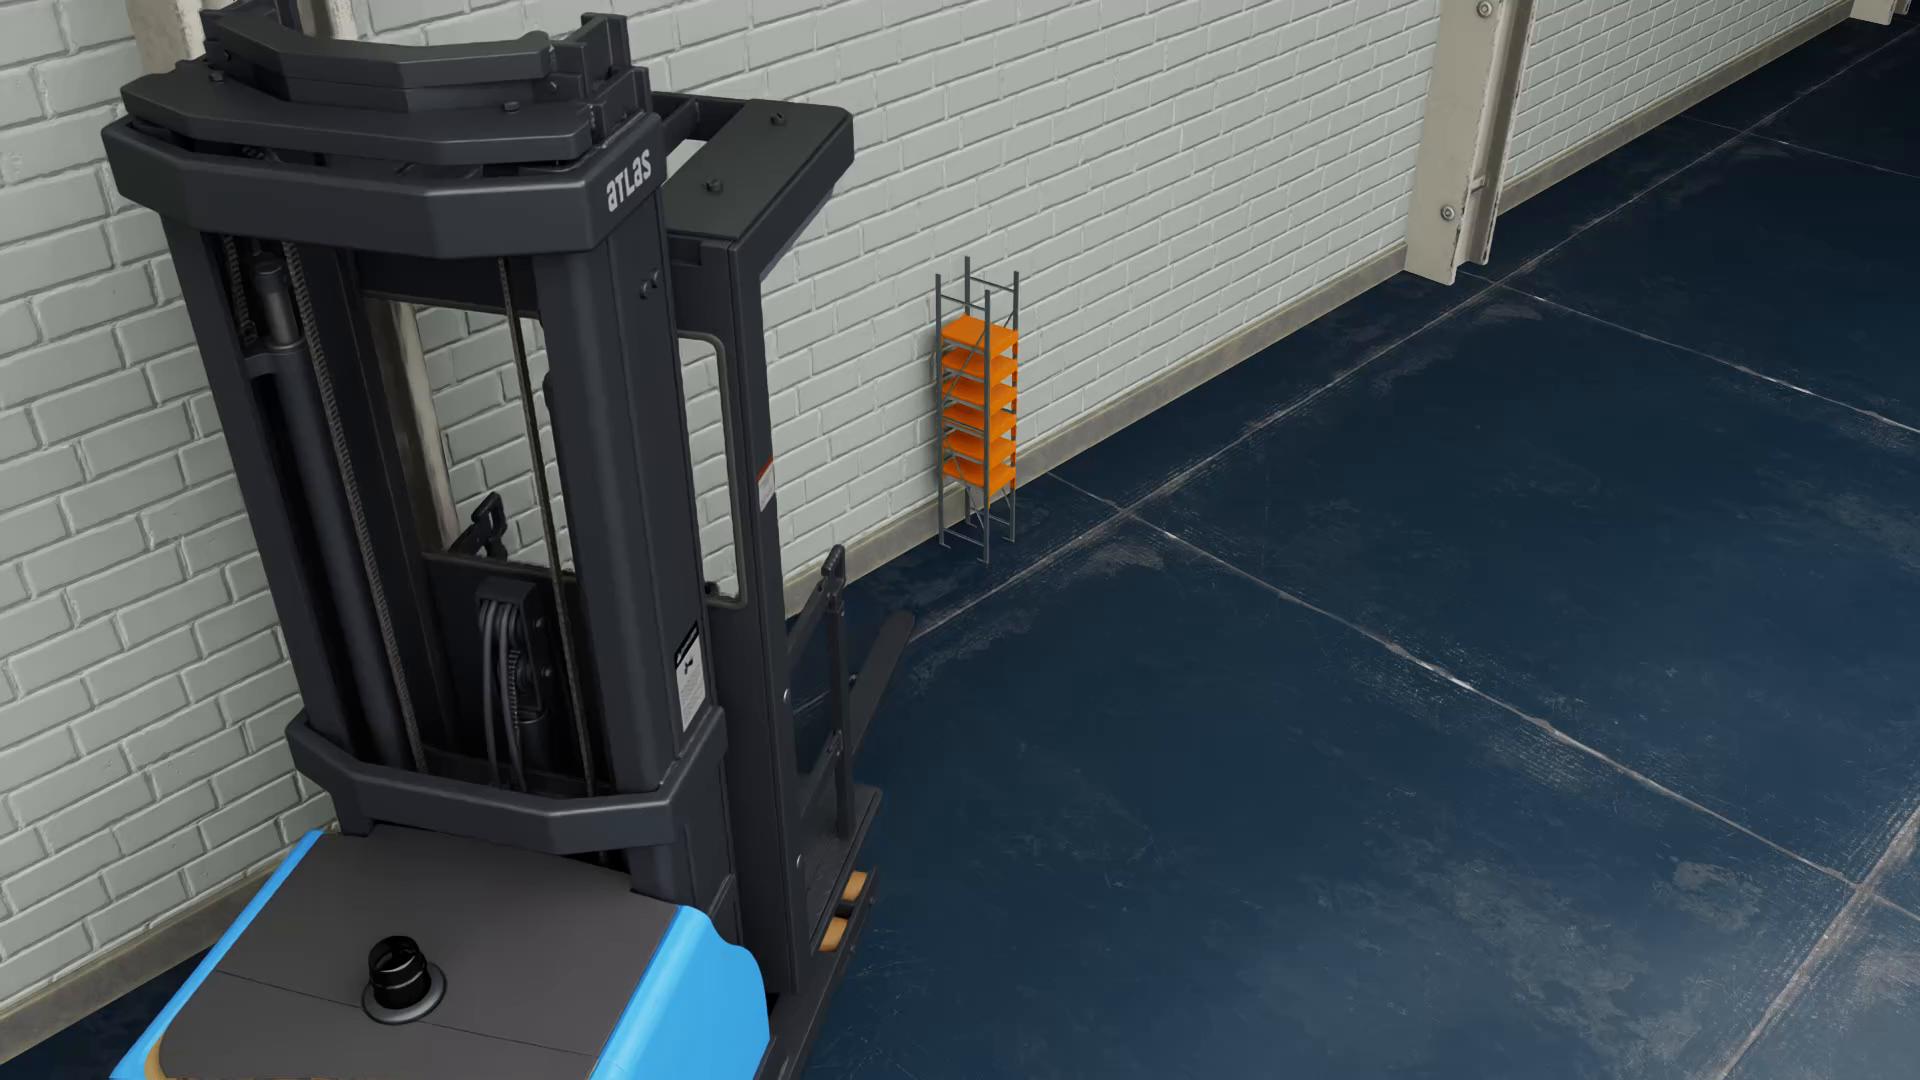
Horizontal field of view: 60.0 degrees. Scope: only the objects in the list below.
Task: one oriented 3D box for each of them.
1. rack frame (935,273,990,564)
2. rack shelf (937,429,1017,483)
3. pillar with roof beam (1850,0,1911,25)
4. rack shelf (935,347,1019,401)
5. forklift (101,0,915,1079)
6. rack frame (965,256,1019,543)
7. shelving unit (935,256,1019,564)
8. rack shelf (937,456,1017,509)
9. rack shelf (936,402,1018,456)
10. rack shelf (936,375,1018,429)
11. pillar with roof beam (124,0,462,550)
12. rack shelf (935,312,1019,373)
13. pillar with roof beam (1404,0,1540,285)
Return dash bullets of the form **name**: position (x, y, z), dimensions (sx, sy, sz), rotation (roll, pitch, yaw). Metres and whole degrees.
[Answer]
- **rack frame**: position (0.012, -0.436, 6.326), dimensions (0.240, 1.200, 0.006), rotation (22, 41, 29)
- **rack shelf**: position (0.066, -0.344, 6.481), dimensions (0.258, 0.103, 0.180), rotation (22, 41, 29)
- **pillar with roof beam**: position (9.855, -5.857, 7.281), dimensions (9.100, 9.000, 0.400), rotation (30, 45, 35)
- **rack shelf**: position (0.065, -0.639, 6.275), dimensions (0.258, 0.103, 0.180), rotation (22, 41, 29)
- **forklift**: position (-0.875, 0.030, 4.145), dimensions (1.130, 2.935, 3.031), rotation (9, 36, 12)
- **rack frame**: position (0.119, -0.522, 6.448), dimensions (0.240, 1.200, 0.006), rotation (22, 41, 29)
- **shelving unit**: position (0.065, -0.479, 6.387), dimensions (0.258, 1.200, 0.189), rotation (22, 41, 29)
- **rack shelf**: position (0.066, -0.246, 6.550), dimensions (0.258, 0.103, 0.180), rotation (22, 41, 29)
- **rack shelf**: position (0.065, -0.442, 6.412), dimensions (0.258, 0.103, 0.180), rotation (22, 41, 29)
- **rack shelf**: position (0.065, -0.541, 6.344), dimensions (0.258, 0.103, 0.180), rotation (22, 41, 29)
- **pillar with roof beam**: position (1.400, -0.985, 0.296), dimensions (9.100, 9.000, 0.400), rotation (30, 45, 35)
- **rack shelf**: position (0.064, -0.738, 6.206), dimensions (0.258, 0.103, 0.180), rotation (22, 41, 29)
- **pillar with roof beam**: position (5.627, -3.421, 3.788), dimensions (9.100, 9.000, 0.400), rotation (30, 45, 35)
